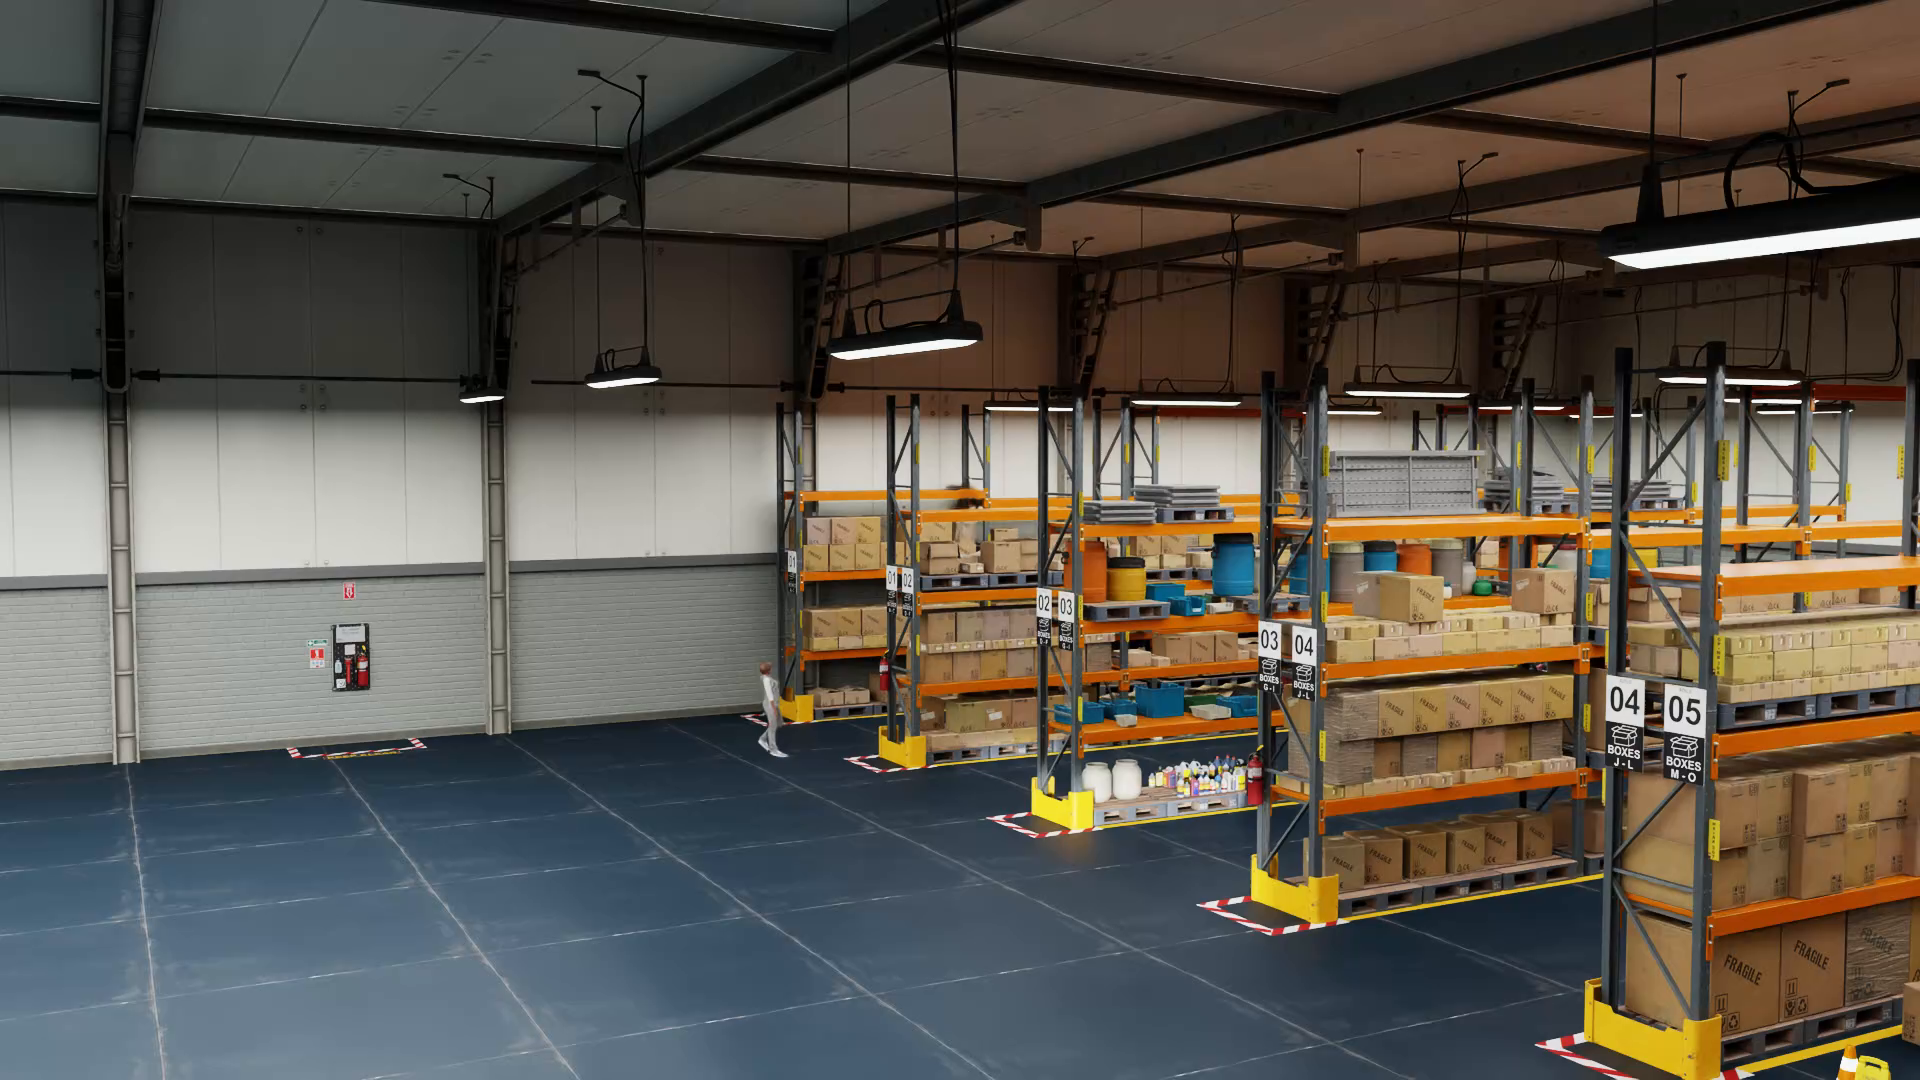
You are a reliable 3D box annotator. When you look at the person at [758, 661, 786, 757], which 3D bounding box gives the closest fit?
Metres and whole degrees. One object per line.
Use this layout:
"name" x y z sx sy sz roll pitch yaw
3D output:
"person" -3.143 2.805 27.797 0.516 1.601 0.493 0 3 3
